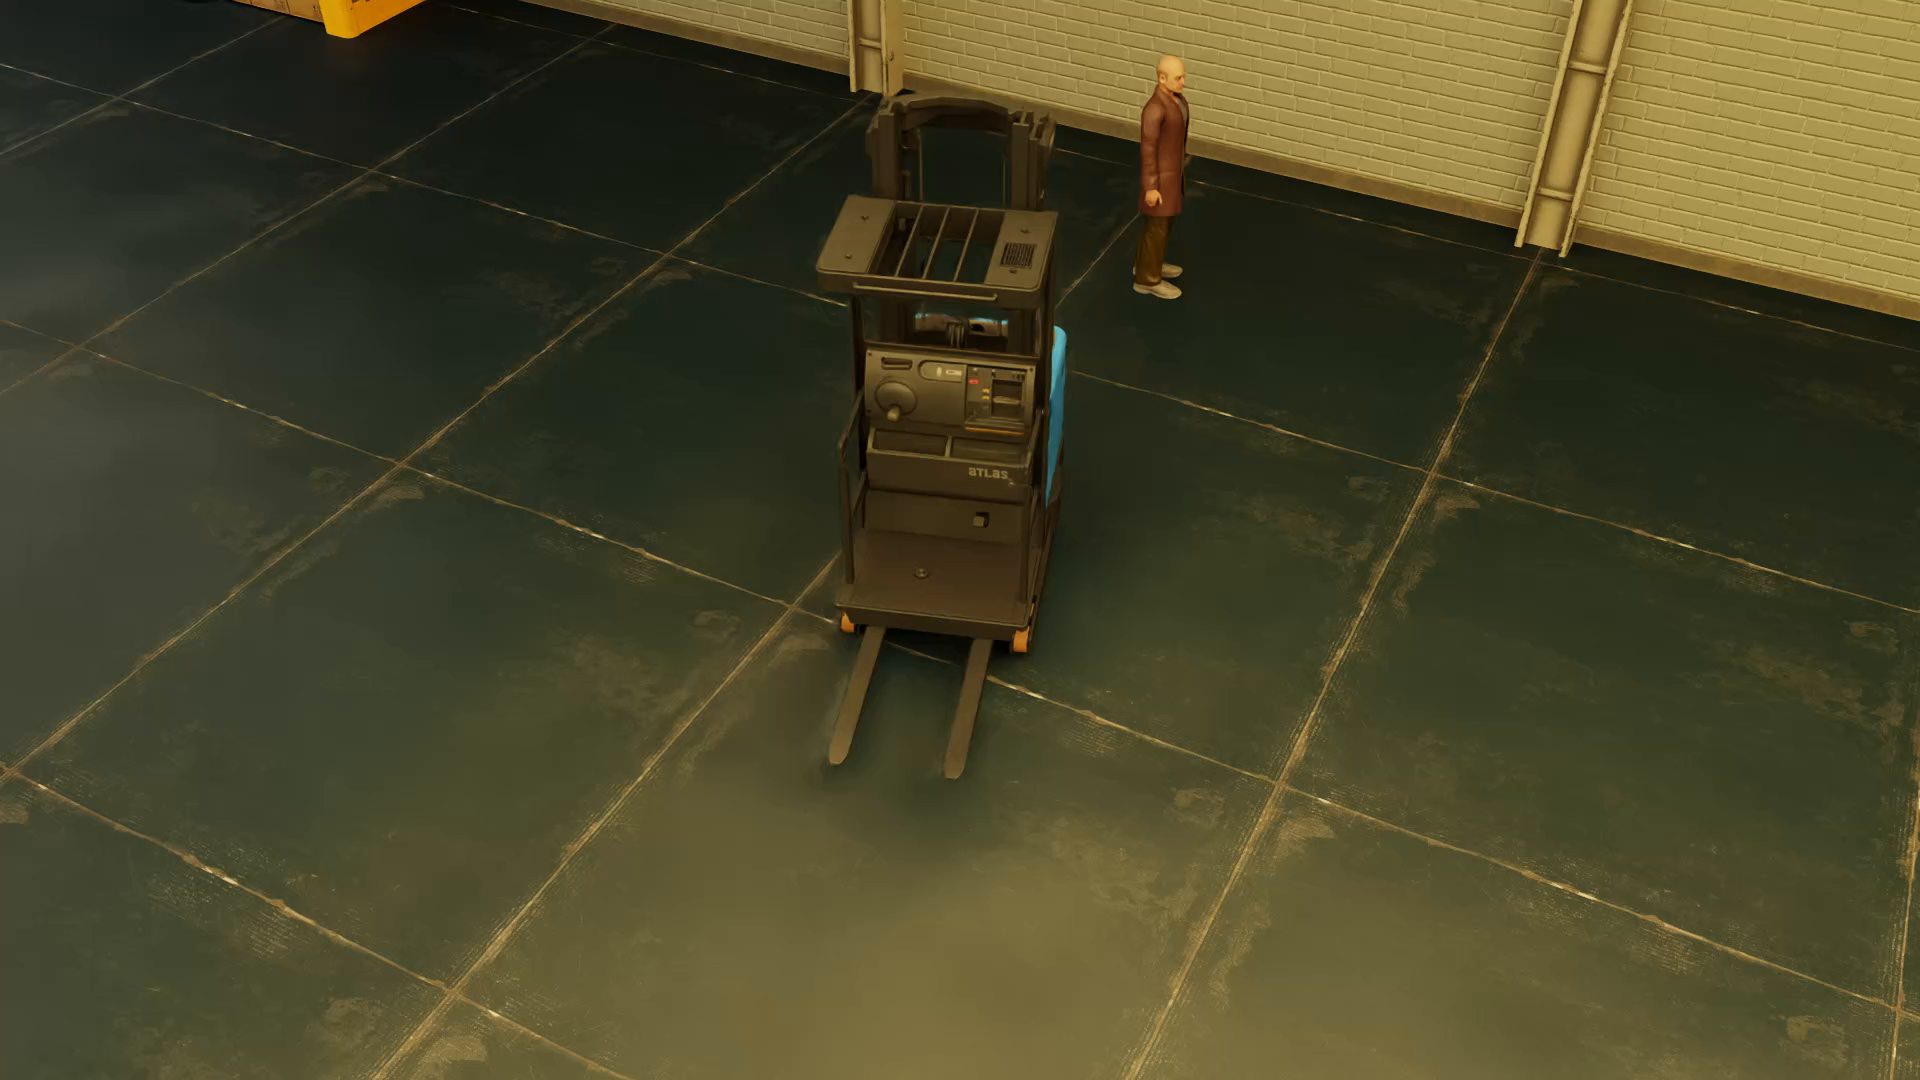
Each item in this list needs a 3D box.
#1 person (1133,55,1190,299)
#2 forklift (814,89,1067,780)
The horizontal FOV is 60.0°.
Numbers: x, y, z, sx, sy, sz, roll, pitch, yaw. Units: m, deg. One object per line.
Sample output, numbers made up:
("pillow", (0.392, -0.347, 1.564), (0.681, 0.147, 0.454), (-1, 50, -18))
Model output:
("person", (1.498, -2.625, 12.007), (0.421, 1.769, 0.643), (11, 41, 12))
("forklift", (-0.090, -0.729, 8.852), (1.130, 2.935, 3.031), (6, 41, 7))
